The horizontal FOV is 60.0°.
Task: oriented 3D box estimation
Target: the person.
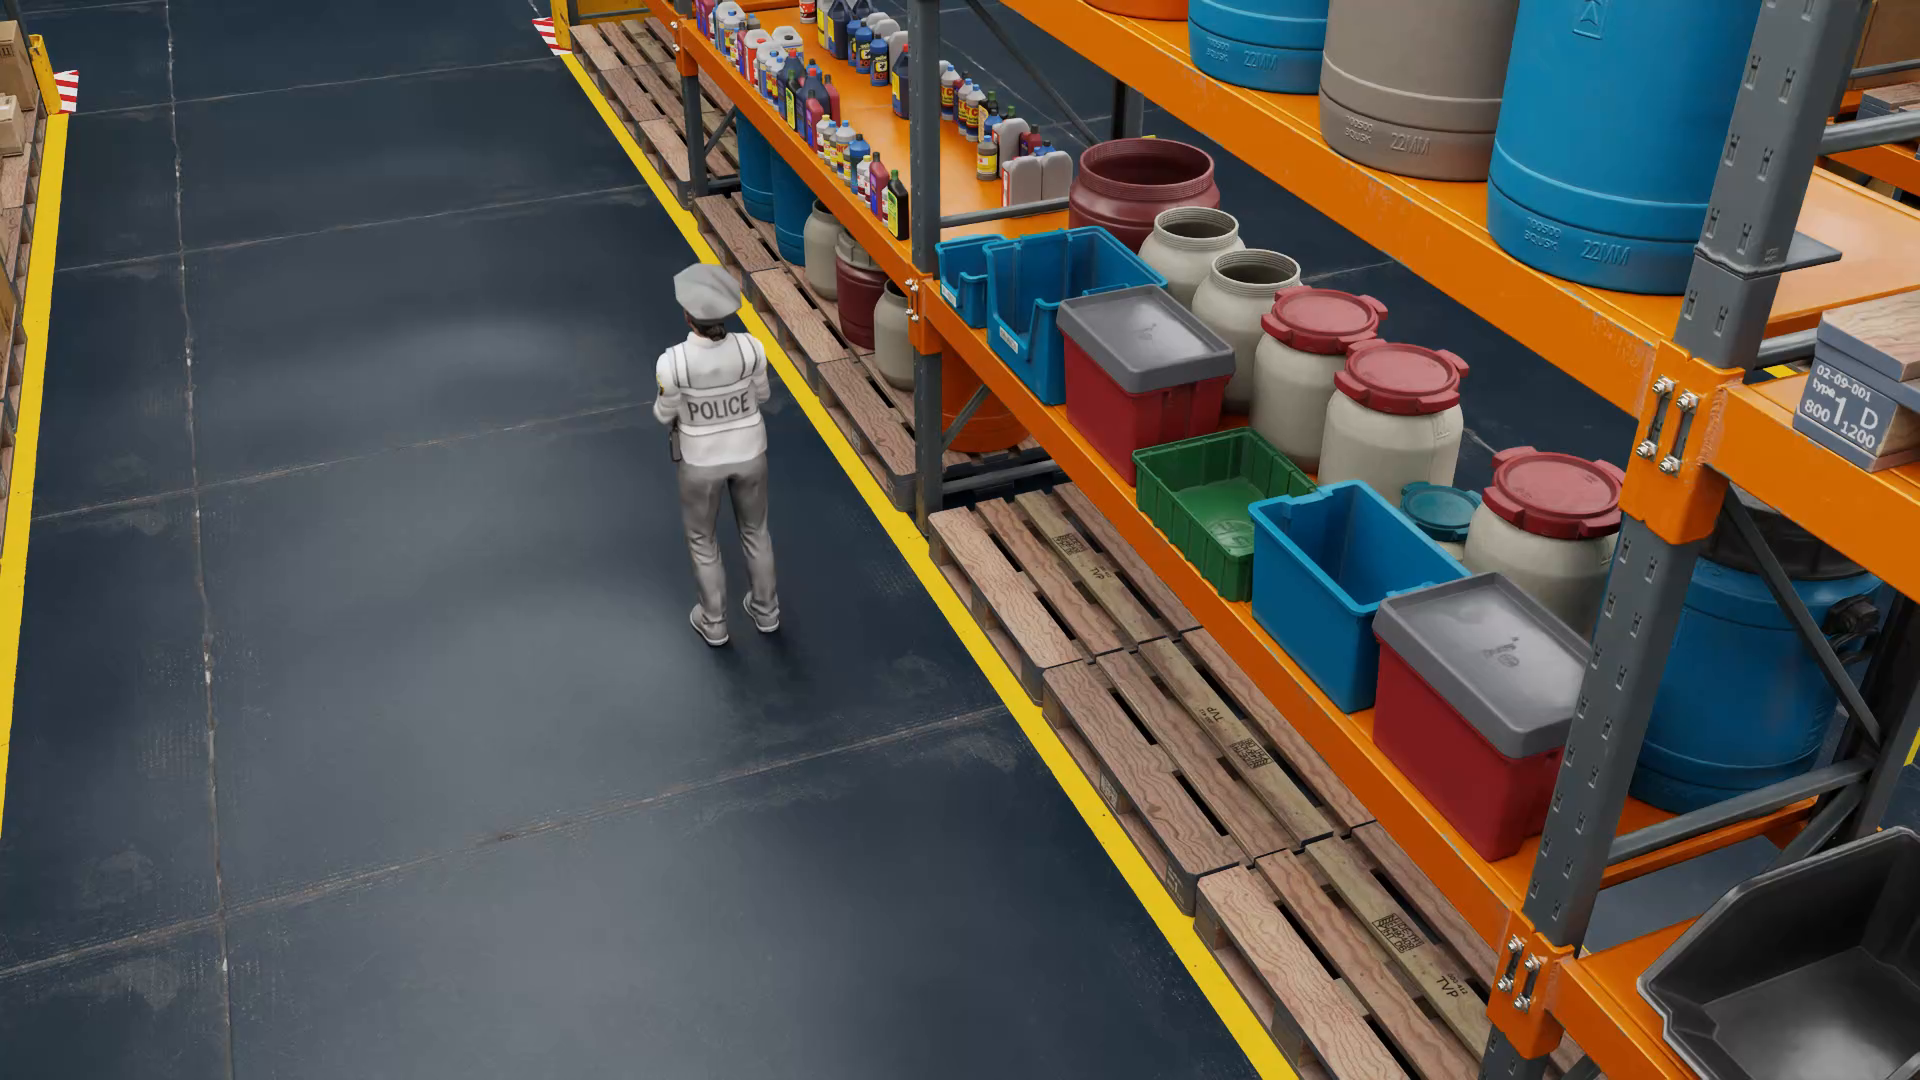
[{"bbox_3d":[-0.978,-0.360,6.663,0.461,1.686,0.556,-13,36,-19],"label":"person"}]
